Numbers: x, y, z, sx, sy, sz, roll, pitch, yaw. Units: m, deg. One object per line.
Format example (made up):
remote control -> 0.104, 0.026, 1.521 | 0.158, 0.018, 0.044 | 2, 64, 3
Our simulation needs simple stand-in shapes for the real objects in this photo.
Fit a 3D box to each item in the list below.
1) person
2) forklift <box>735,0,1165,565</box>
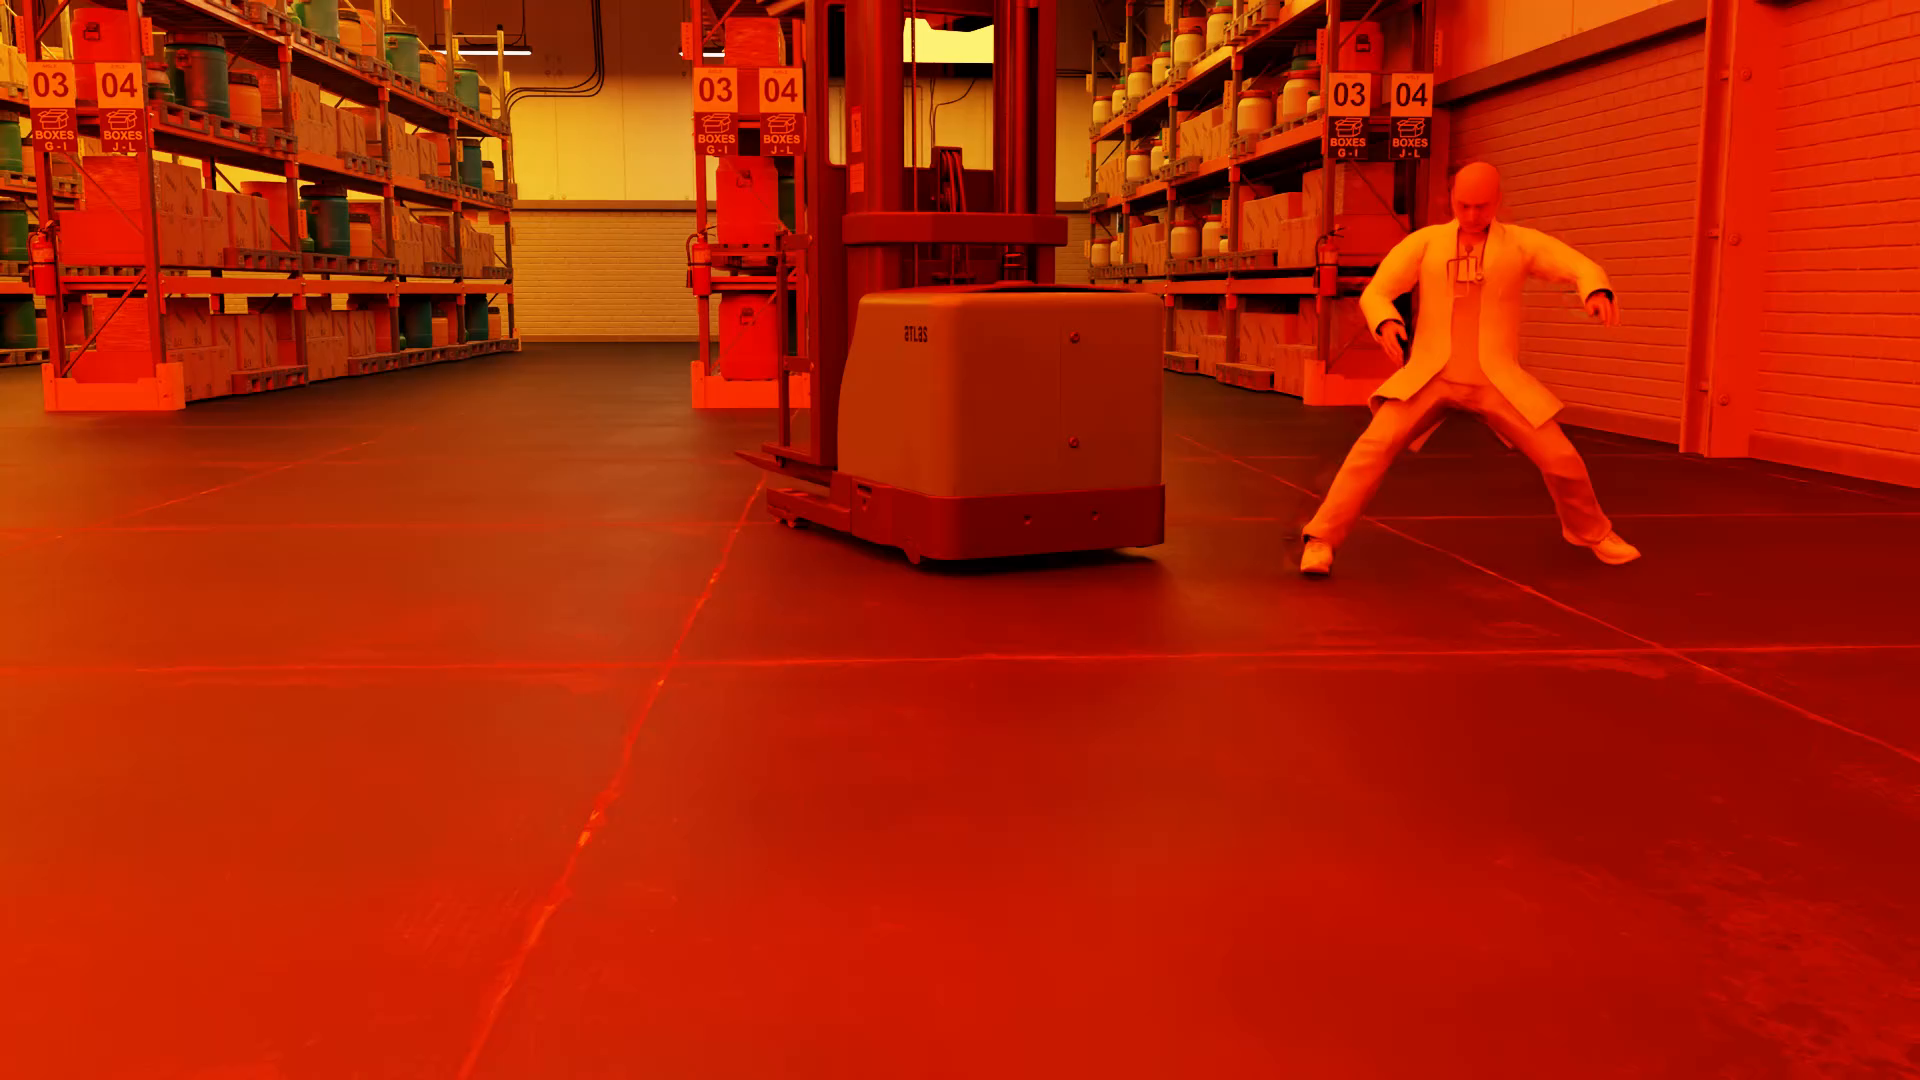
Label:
person -> 2.009, -0.661, 6.409 | 1.268, 1.571, 1.027 | 3, 9, 18
forklift -> -0.264, -1.530, 7.637 | 1.130, 2.935, 3.031 | -4, 9, -25
